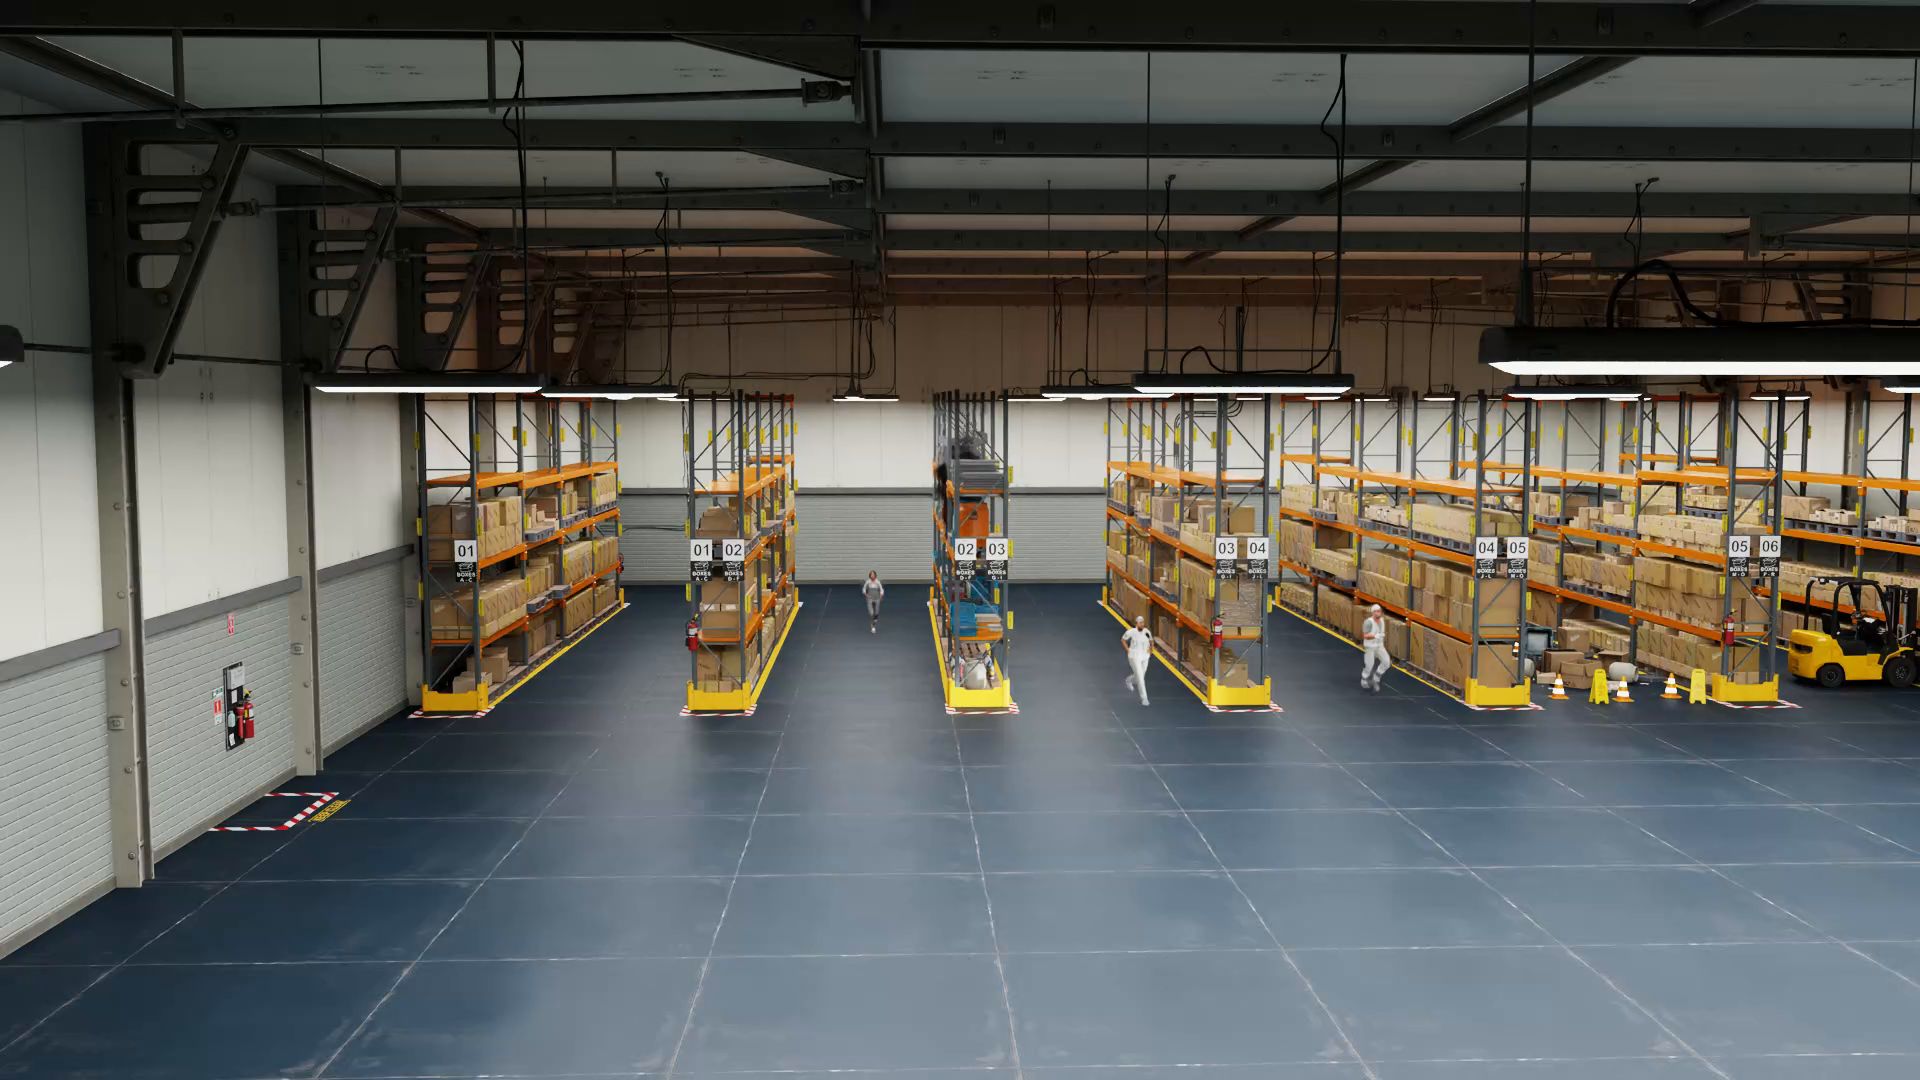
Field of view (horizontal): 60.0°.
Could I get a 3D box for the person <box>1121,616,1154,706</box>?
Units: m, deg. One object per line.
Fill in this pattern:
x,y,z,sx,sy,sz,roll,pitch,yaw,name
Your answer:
3.455,2.302,32.055,0.575,1.672,1.085,-2,5,-26,person

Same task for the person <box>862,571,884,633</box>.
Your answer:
-2.188,1.655,41.866,0.541,1.340,0.549,-1,5,-7,person

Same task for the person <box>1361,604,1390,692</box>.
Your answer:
8.241,2.134,33.010,0.697,1.745,0.807,-2,5,-26,person

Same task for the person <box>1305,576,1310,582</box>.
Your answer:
10.472,0.948,49.077,0.839,1.571,0.468,-5,7,-45,person
